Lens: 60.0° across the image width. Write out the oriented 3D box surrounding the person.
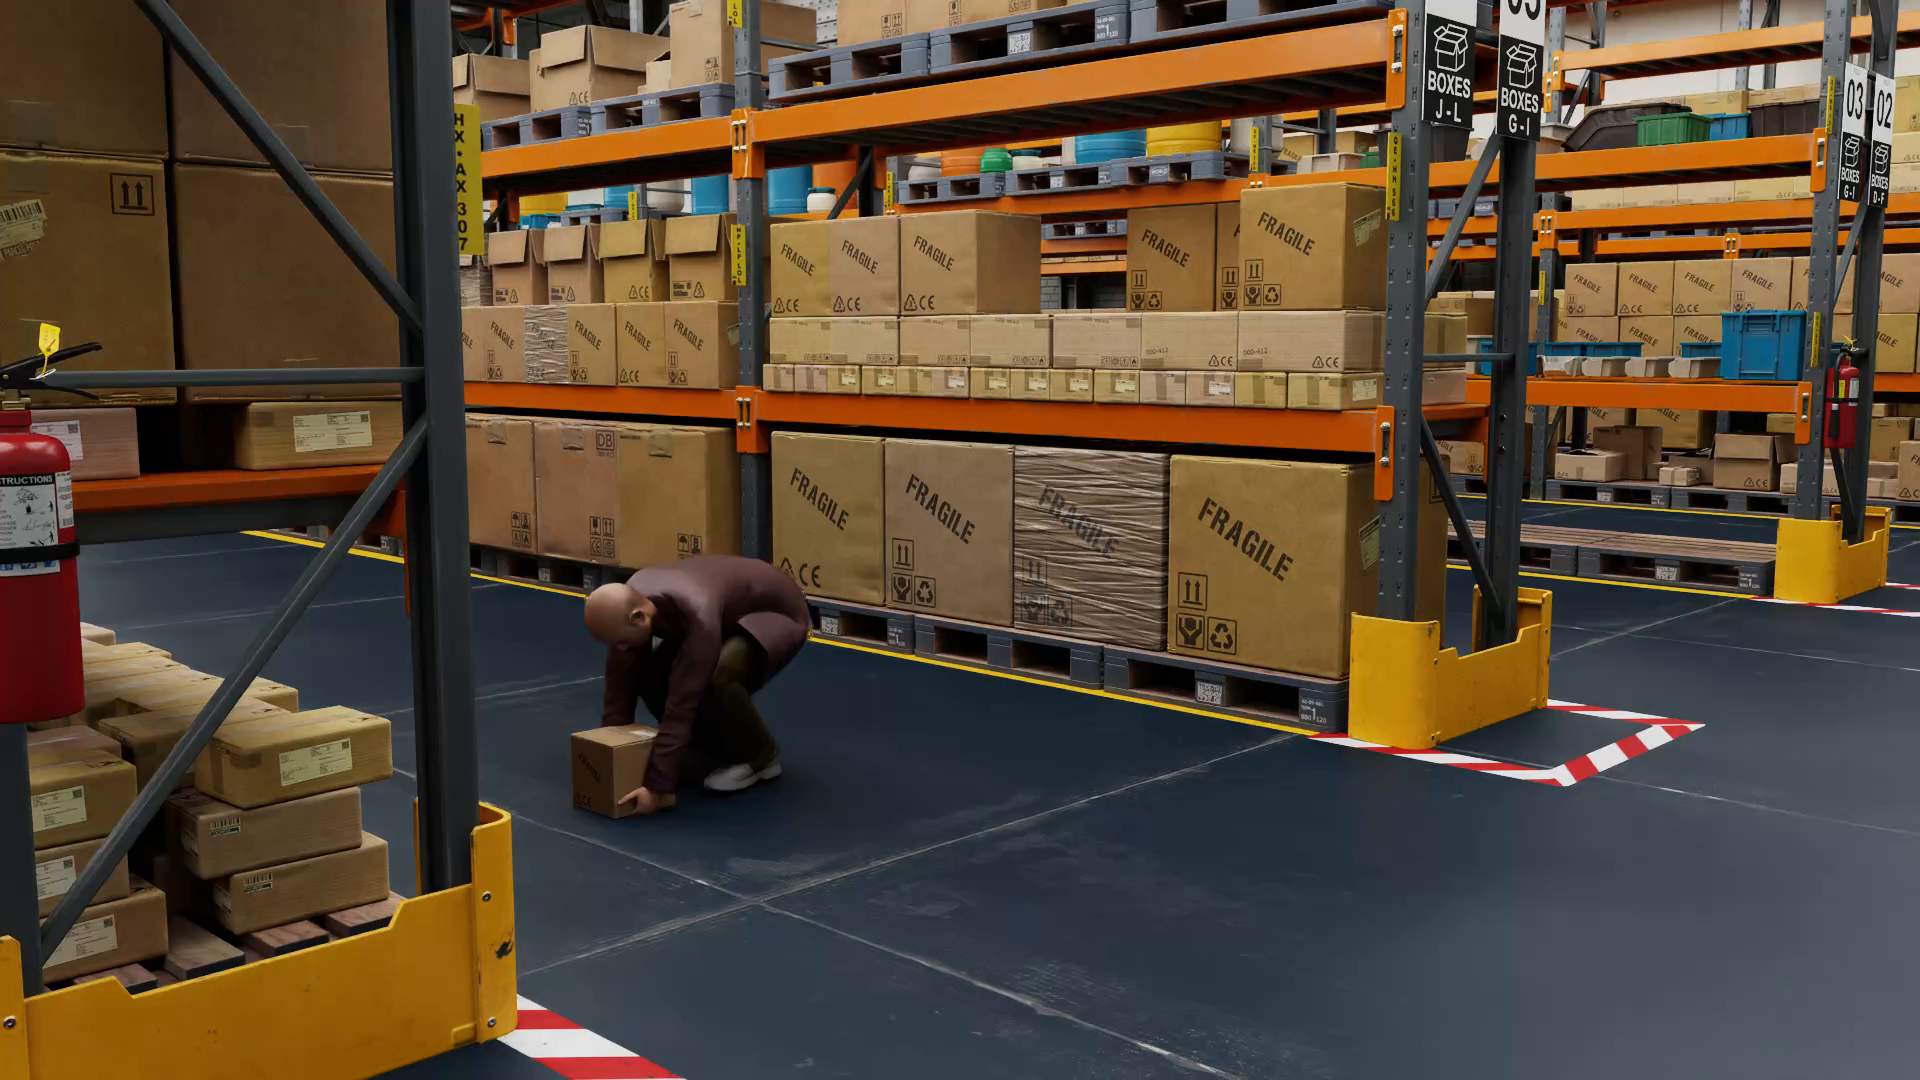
[{"bbox_3d":[-0.935,0.487,5.887,0.572,0.832,0.947,6,9,42],"label":"person"}]
